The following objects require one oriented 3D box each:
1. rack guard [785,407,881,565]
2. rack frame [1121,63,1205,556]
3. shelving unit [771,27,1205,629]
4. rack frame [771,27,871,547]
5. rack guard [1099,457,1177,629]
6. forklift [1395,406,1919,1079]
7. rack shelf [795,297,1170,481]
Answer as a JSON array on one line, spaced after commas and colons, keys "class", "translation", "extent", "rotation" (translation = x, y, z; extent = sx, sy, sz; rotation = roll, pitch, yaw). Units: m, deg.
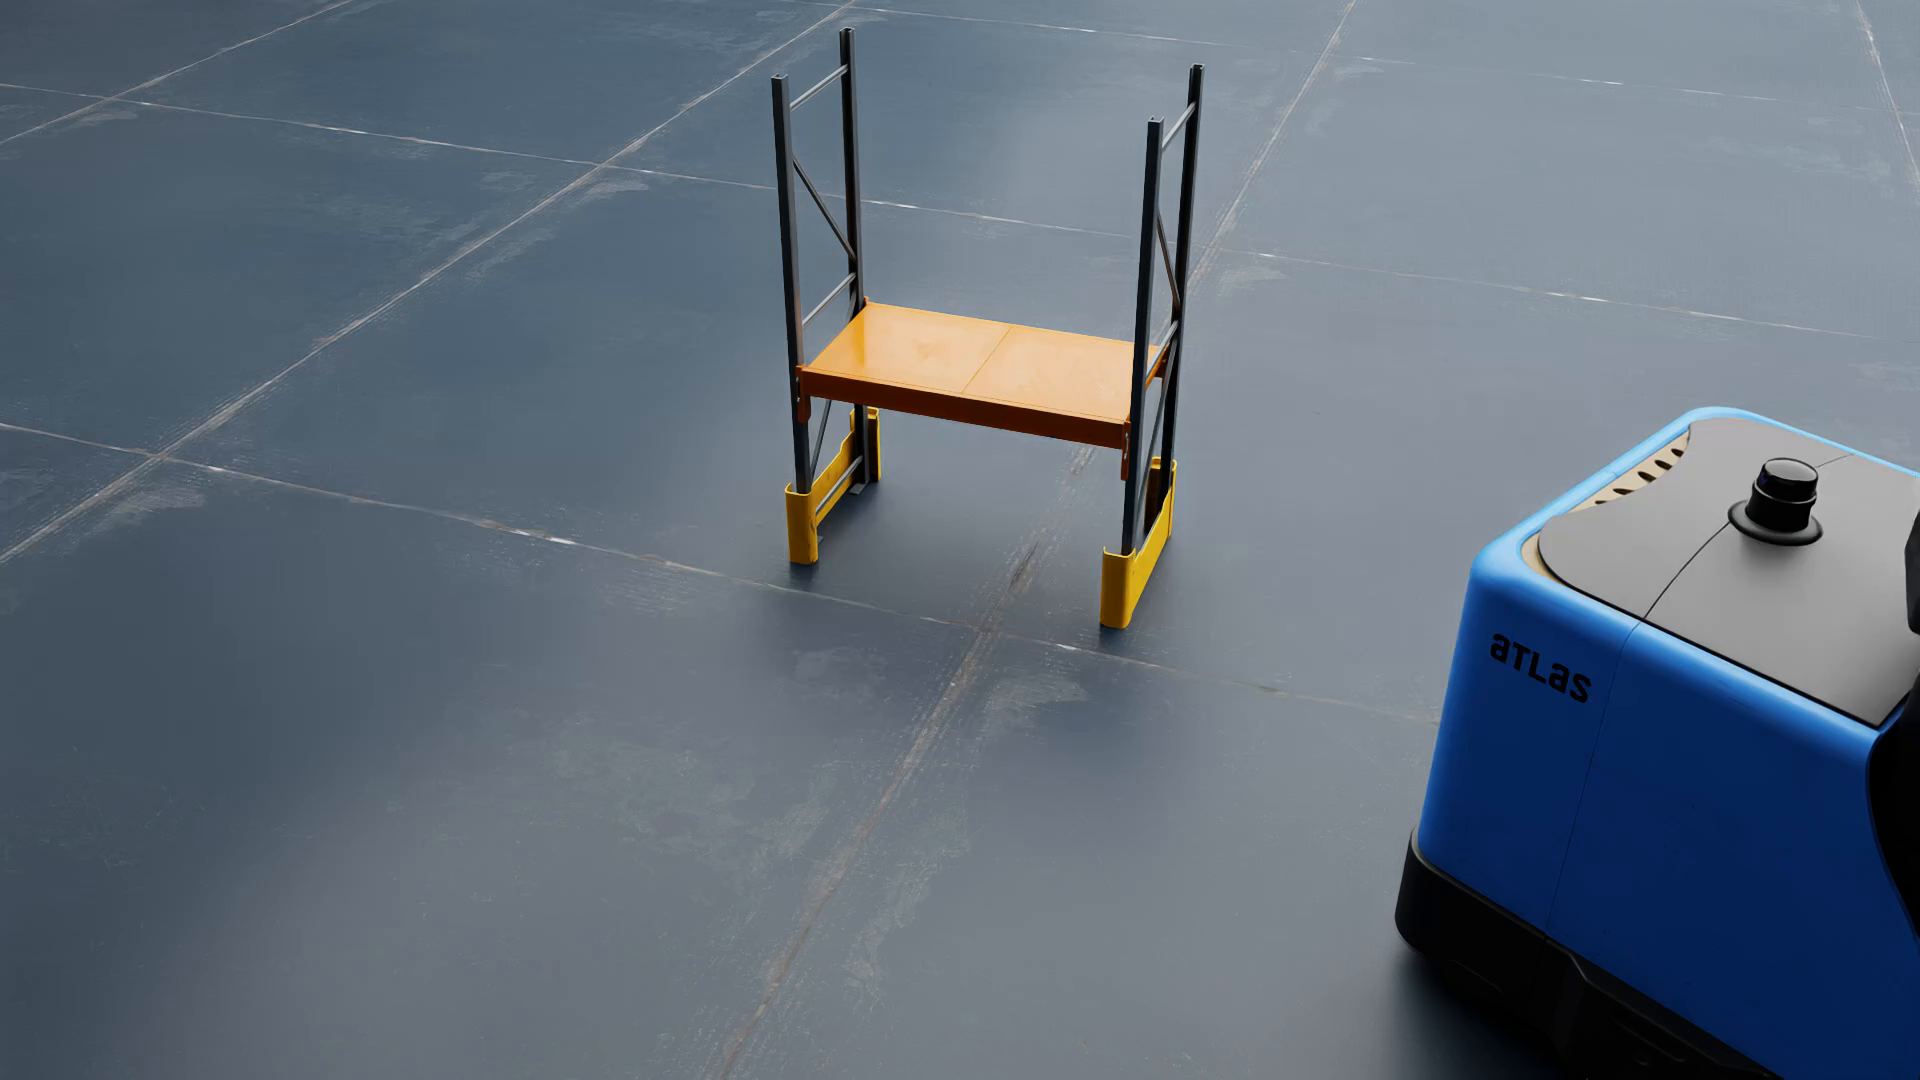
[{"class": "rack guard", "translation": [-0.397, -0.182, 5.302], "extent": [0.087, 0.250, 0.587], "rotation": [11, 34, 16]}, {"class": "rack frame", "translation": [0.559, -0.521, 4.675], "extent": [0.032, 1.500, 0.500], "rotation": [11, 34, 16]}, {"class": "shelving unit", "translation": [0.072, -0.616, 4.822], "extent": [1.083, 1.500, 0.587], "rotation": [11, 34, 16]}, {"class": "rack frame", "translation": [-0.398, -0.708, 4.963], "extent": [0.032, 1.500, 0.500], "rotation": [11, 34, 16]}, {"class": "rack guard", "translation": [0.541, 0.000, 5.019], "extent": [0.087, 0.250, 0.587], "rotation": [11, 34, 16]}, {"class": "forklift", "translation": [2.355, 0.109, 2.378], "extent": [1.130, 2.935, 3.031], "rotation": [-27, 41, -35]}, {"class": "rack shelf", "translation": [0.080, -0.463, 4.917], "extent": [1.000, 0.185, 0.538], "rotation": [11, 34, 16]}]
